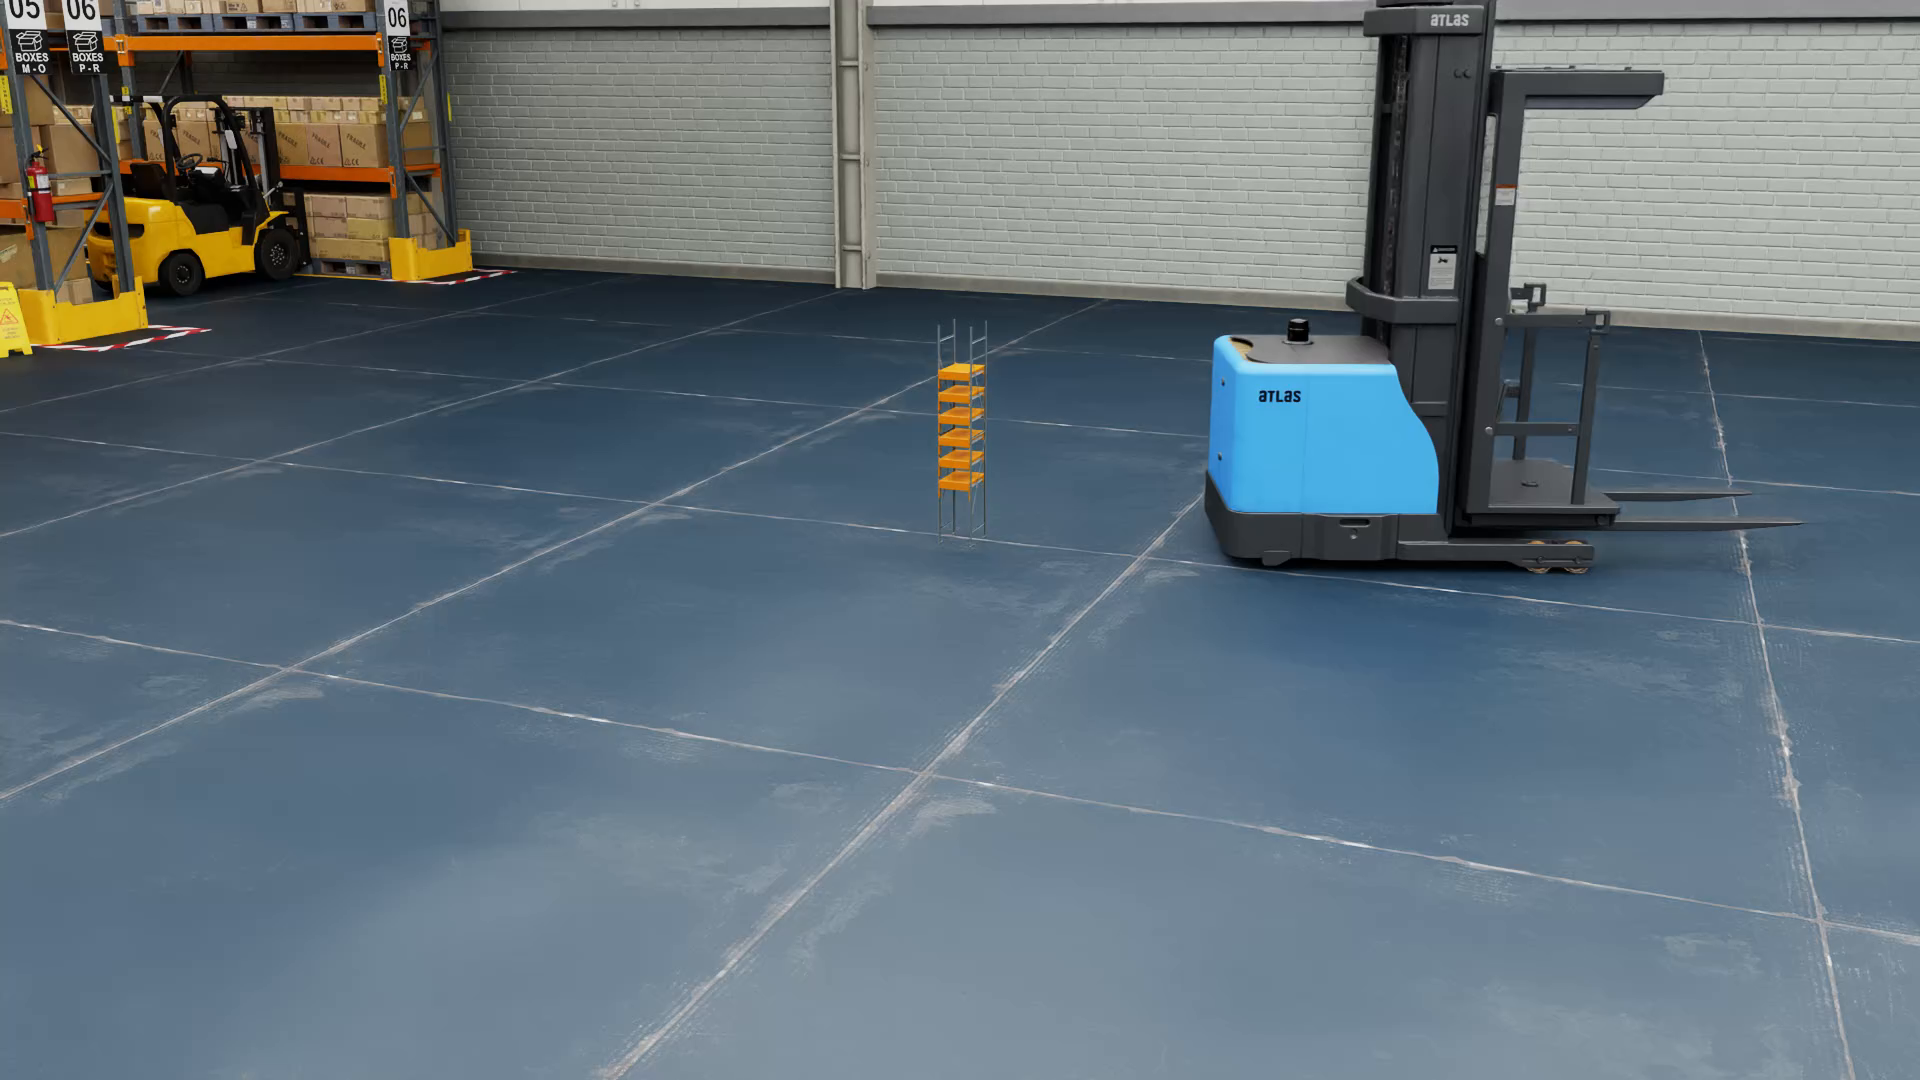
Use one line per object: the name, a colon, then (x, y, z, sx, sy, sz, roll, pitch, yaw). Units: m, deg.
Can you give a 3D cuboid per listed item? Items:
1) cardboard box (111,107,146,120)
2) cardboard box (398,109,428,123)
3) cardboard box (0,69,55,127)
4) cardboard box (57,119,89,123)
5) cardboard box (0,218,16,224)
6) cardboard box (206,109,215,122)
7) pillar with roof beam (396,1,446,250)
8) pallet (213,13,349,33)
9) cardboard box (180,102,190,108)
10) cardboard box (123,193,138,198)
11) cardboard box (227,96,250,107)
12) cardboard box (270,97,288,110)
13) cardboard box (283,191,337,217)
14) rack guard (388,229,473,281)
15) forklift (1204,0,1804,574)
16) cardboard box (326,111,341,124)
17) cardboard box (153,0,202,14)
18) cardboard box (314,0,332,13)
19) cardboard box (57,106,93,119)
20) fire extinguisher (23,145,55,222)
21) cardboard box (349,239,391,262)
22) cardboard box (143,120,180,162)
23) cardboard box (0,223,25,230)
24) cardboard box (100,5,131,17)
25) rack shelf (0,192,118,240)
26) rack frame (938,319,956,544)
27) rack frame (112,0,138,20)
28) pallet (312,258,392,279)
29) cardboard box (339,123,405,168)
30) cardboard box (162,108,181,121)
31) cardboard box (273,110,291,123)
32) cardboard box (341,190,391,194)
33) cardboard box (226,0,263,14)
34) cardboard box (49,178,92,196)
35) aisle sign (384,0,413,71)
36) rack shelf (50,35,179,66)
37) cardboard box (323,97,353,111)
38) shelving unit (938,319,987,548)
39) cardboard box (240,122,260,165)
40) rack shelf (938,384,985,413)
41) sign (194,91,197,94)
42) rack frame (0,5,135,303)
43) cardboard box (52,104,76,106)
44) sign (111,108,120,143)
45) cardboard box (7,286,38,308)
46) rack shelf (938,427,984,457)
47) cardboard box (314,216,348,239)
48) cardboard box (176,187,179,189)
cardboard box: (-10.587, -5.434, 21.170, 0.250, 0.149, 0.380, 7, 18, 23)
cardboard box: (-6.687, -5.150, 20.190, 0.250, 0.149, 0.380, 6, 17, 19)
cardboard box: (-8.840, -4.067, 15.298, 0.500, 0.500, 0.700, 6, 17, 19)
cardboard box: (-11.219, -5.300, 21.423, 0.500, 0.250, 0.500, 6, 17, 19)
cardboard box: (-12.723, -4.436, 22.579, 0.625, 0.625, 0.875, 7, 18, 22)
cardboard box: (-9.048, -5.239, 20.497, 0.250, 0.149, 0.380, 6, 17, 20)
pillar with roof beam: (-8.363, -6.758, 16.311, 0.400, 9.000, 9.100, 6, 17, 21)
pallet: (-8.254, -6.290, 20.238, 1.213, 0.211, 1.003, 6, 17, 21)
cardboard box: (-9.483, -5.463, 20.736, 0.250, 0.149, 0.380, 6, 17, 20)
cardboard box: (-10.677, -4.209, 21.799, 0.625, 0.625, 0.875, 7, 18, 23)
cardboard box: (-8.773, -5.379, 20.446, 0.250, 0.149, 0.380, 6, 17, 20)
cardboard box: (-8.101, -5.277, 20.095, 0.250, 0.149, 0.380, 7, 17, 22)
cardboard box: (-7.960, -4.116, 20.356, 0.500, 0.250, 0.500, 7, 17, 21)
rack guard: (-6.444, -3.486, 20.283, 0.348, 0.500, 1.175, 6, 17, 21)
forklift: (2.904, -1.384, 8.684, 3.031, 2.935, 1.130, 0, 16, 1)
cardboard box: (-7.360, -5.072, 19.920, 0.250, 0.149, 0.380, 7, 17, 22)
cardboard box: (-9.503, -6.597, 20.364, 0.500, 0.311, 0.500, 7, 17, 22)
cardboard box: (-7.349, -6.264, 19.508, 0.250, 0.149, 0.380, 6, 17, 19)
cardboard box: (-11.335, -5.487, 21.352, 0.250, 0.149, 0.380, 6, 17, 19)
fire extinguisher: (-8.347, -3.232, 15.066, 0.183, 0.674, 0.296, 6, 17, 21)
cardboard box: (-7.020, -3.536, 20.151, 0.500, 0.250, 0.500, 6, 17, 21)
cardboard box: (-9.871, -5.033, 20.949, 0.500, 0.500, 0.500, 6, 17, 19)
cardboard box: (-9.444, -2.851, 16.447, 0.500, 0.500, 0.500, 6, 17, 19)
cardboard box: (-10.905, -6.805, 21.371, 0.250, 0.149, 0.380, 6, 17, 21)
rack shelf: (-10.145, -3.260, 16.312, 4.000, 0.370, 1.077, 6, 17, 21)
rack frame: (-0.072, -0.584, 9.034, 0.006, 1.200, 0.240, 6, 17, 21)
rack frame: (-10.188, -7.979, 20.516, 0.127, 3.000, 1.000, 6, 17, 21)
pallet: (-7.193, -3.417, 20.564, 1.213, 0.211, 1.003, 6, 17, 21)
cardboard box: (-7.021, -4.719, 19.868, 0.500, 0.500, 0.500, 6, 17, 19)
cardboard box: (-9.746, -5.330, 20.811, 0.250, 0.149, 0.380, 7, 17, 22)
cardboard box: (-8.094, -5.136, 20.141, 0.250, 0.149, 0.380, 6, 17, 21)
cardboard box: (-7.310, -4.198, 20.640, 0.500, 0.250, 0.500, 6, 17, 21)
cardboard box: (-8.414, -6.611, 20.067, 0.637, 0.503, 0.797, 7, 18, 22)
cardboard box: (-8.524, -3.368, 15.847, 0.250, 0.149, 0.380, 6, 17, 21)
aisle sign: (-6.513, -5.854, 19.295, 0.004, 0.787, 0.394, 6, 17, 21)
rack shelf: (-12.048, -6.397, 21.739, 4.000, 0.370, 1.077, 6, 17, 21)
cardboard box: (-7.371, -5.210, 19.862, 0.250, 0.149, 0.380, 7, 17, 22)
shelving unit: (0.013, -0.575, 9.001, 0.189, 1.200, 0.258, 6, 17, 21)
cardboard box: (-8.449, -4.875, 20.407, 0.500, 0.500, 0.500, 6, 17, 21)
rack shelf: (0.013, -0.763, 8.947, 0.180, 0.103, 0.258, 6, 17, 21)
sign: (-9.985, -5.695, 21.717, 0.005, 0.325, 0.100, 6, 17, 21)
rack frame: (-8.284, -3.401, 15.507, 0.127, 3.000, 1.000, 6, 17, 21)
cardboard box: (-11.837, -5.717, 22.143, 0.250, 0.149, 0.380, 6, 17, 21)
sign: (-8.085, -3.957, 15.872, 0.005, 0.325, 0.100, 6, 17, 21)
cardboard box: (-9.157, -2.297, 15.885, 0.500, 0.250, 0.500, 6, 17, 20)
rack shelf: (0.013, -0.532, 9.014, 0.180, 0.103, 0.258, 6, 17, 21)
cardboard box: (-7.497, -3.833, 20.277, 0.500, 0.250, 0.500, 6, 17, 20)
cardboard box: (-9.853, -4.328, 21.087, 0.500, 0.250, 0.500, 6, 17, 20)
